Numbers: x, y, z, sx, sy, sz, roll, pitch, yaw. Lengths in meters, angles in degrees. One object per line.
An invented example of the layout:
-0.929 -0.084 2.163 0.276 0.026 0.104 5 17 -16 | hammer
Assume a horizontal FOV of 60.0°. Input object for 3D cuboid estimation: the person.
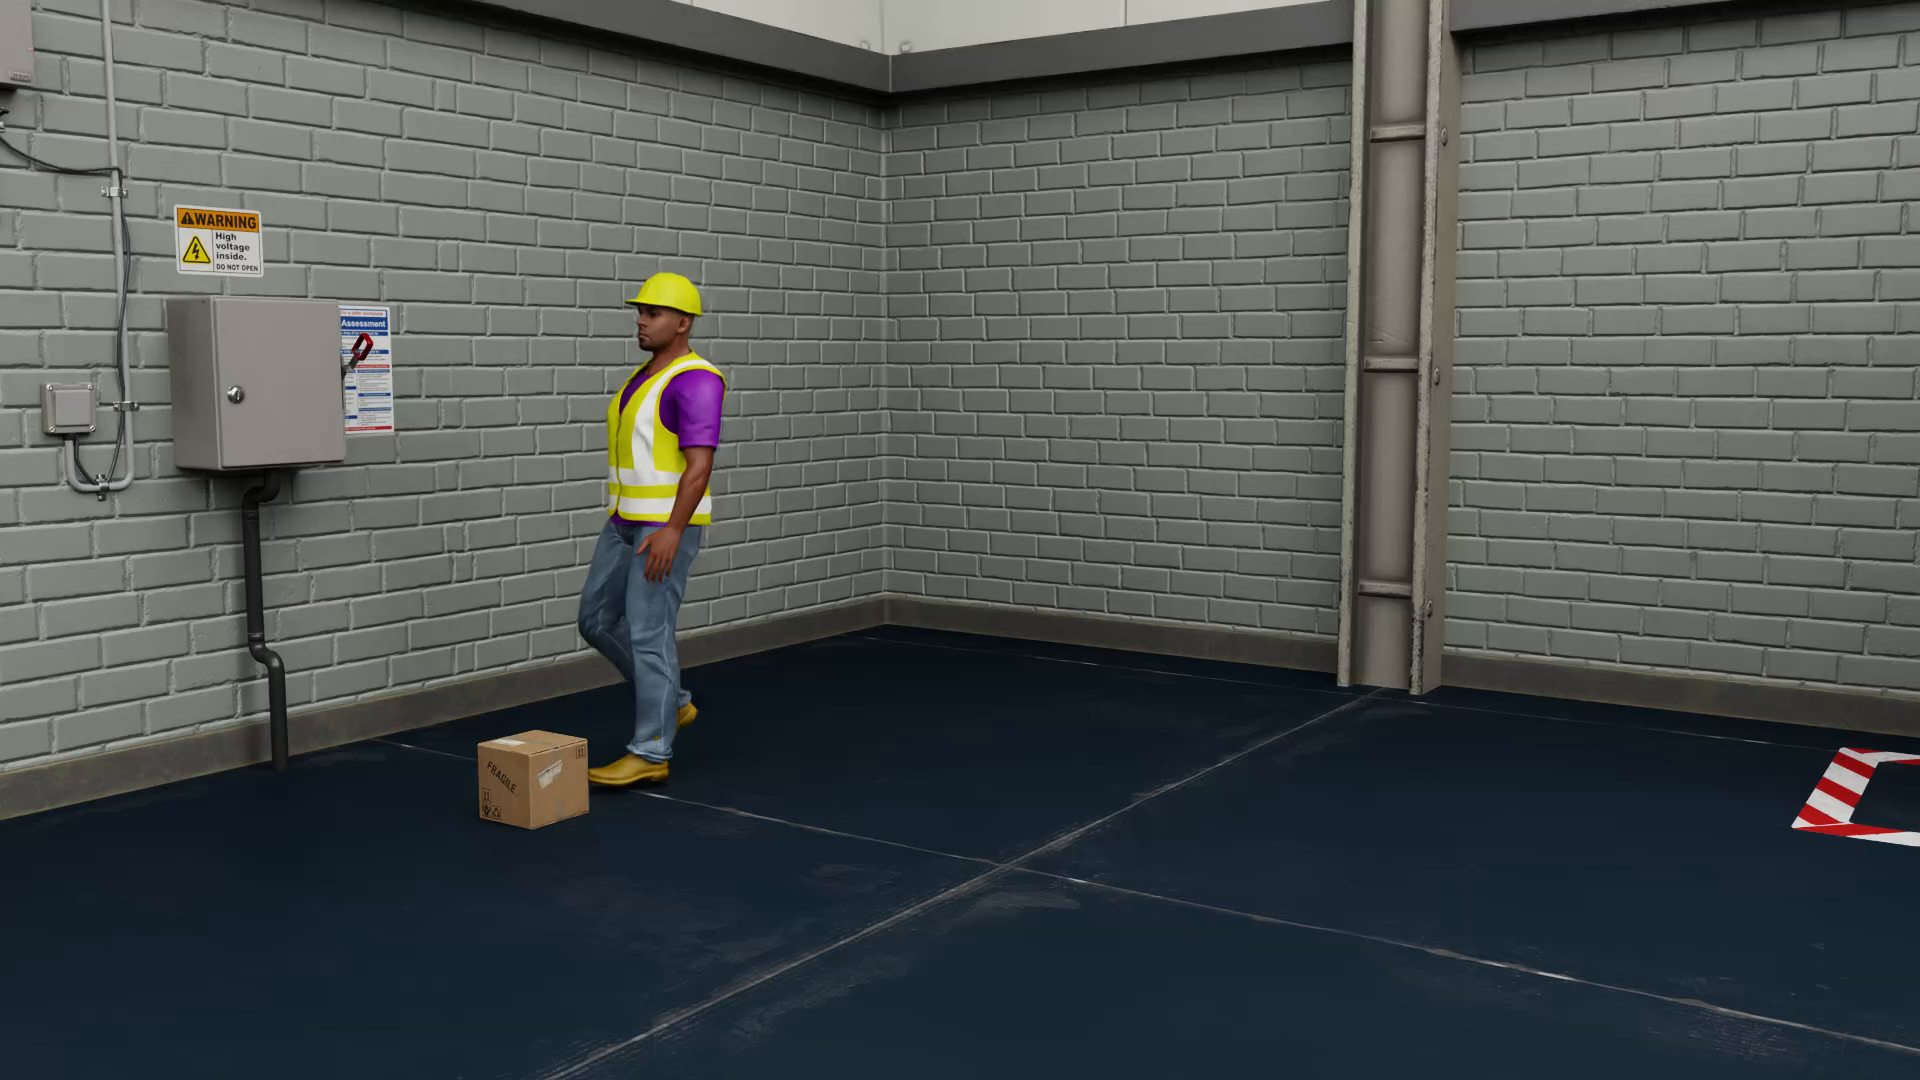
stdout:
-1.119 -0.043 5.833 0.516 1.771 0.619 -4 8 -34 | person
